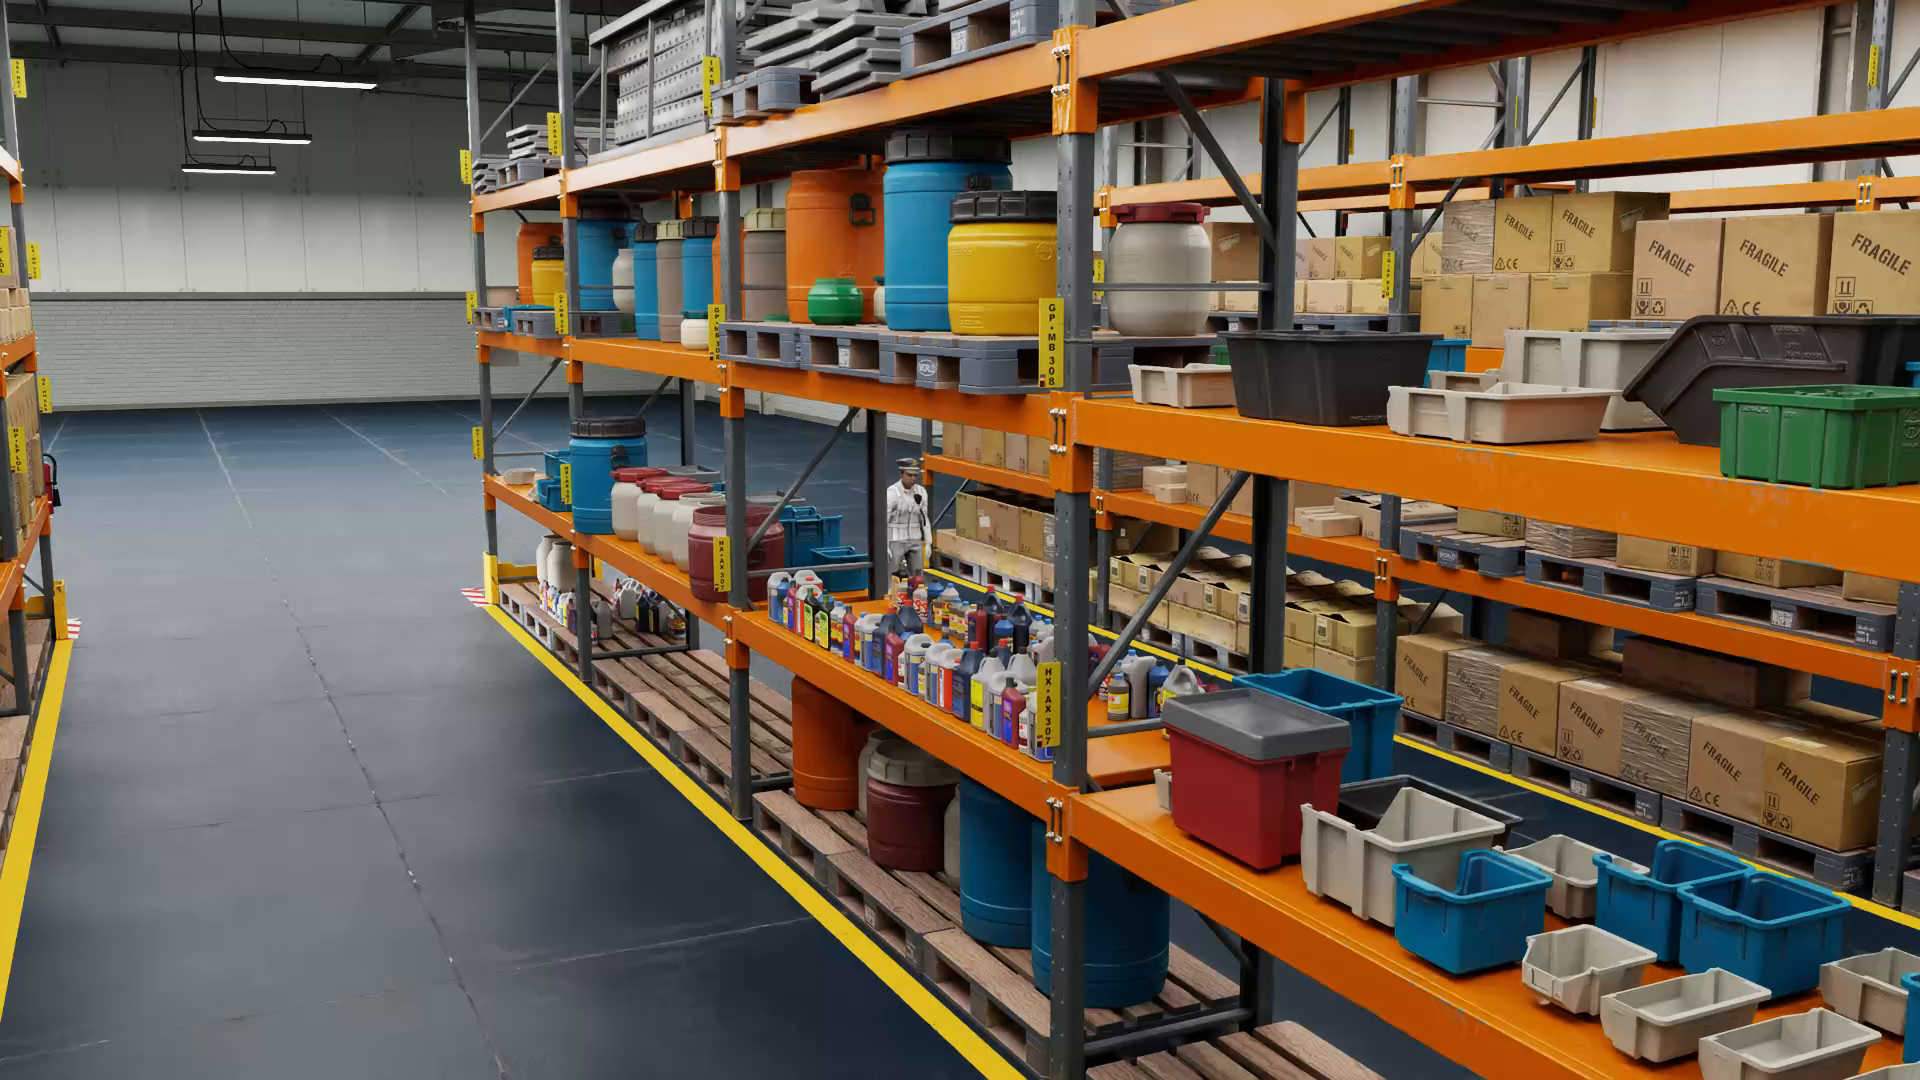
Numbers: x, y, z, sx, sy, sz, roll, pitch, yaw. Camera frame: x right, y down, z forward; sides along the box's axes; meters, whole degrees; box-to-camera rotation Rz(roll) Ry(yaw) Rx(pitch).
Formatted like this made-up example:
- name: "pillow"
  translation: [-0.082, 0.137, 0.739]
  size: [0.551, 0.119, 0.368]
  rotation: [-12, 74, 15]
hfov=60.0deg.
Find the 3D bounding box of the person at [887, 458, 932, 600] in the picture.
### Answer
- name: "person"
  translation: [-0.506, 0.063, 15.419]
  size: [0.529, 1.664, 0.372]
  rotation: [-4, 10, -26]
